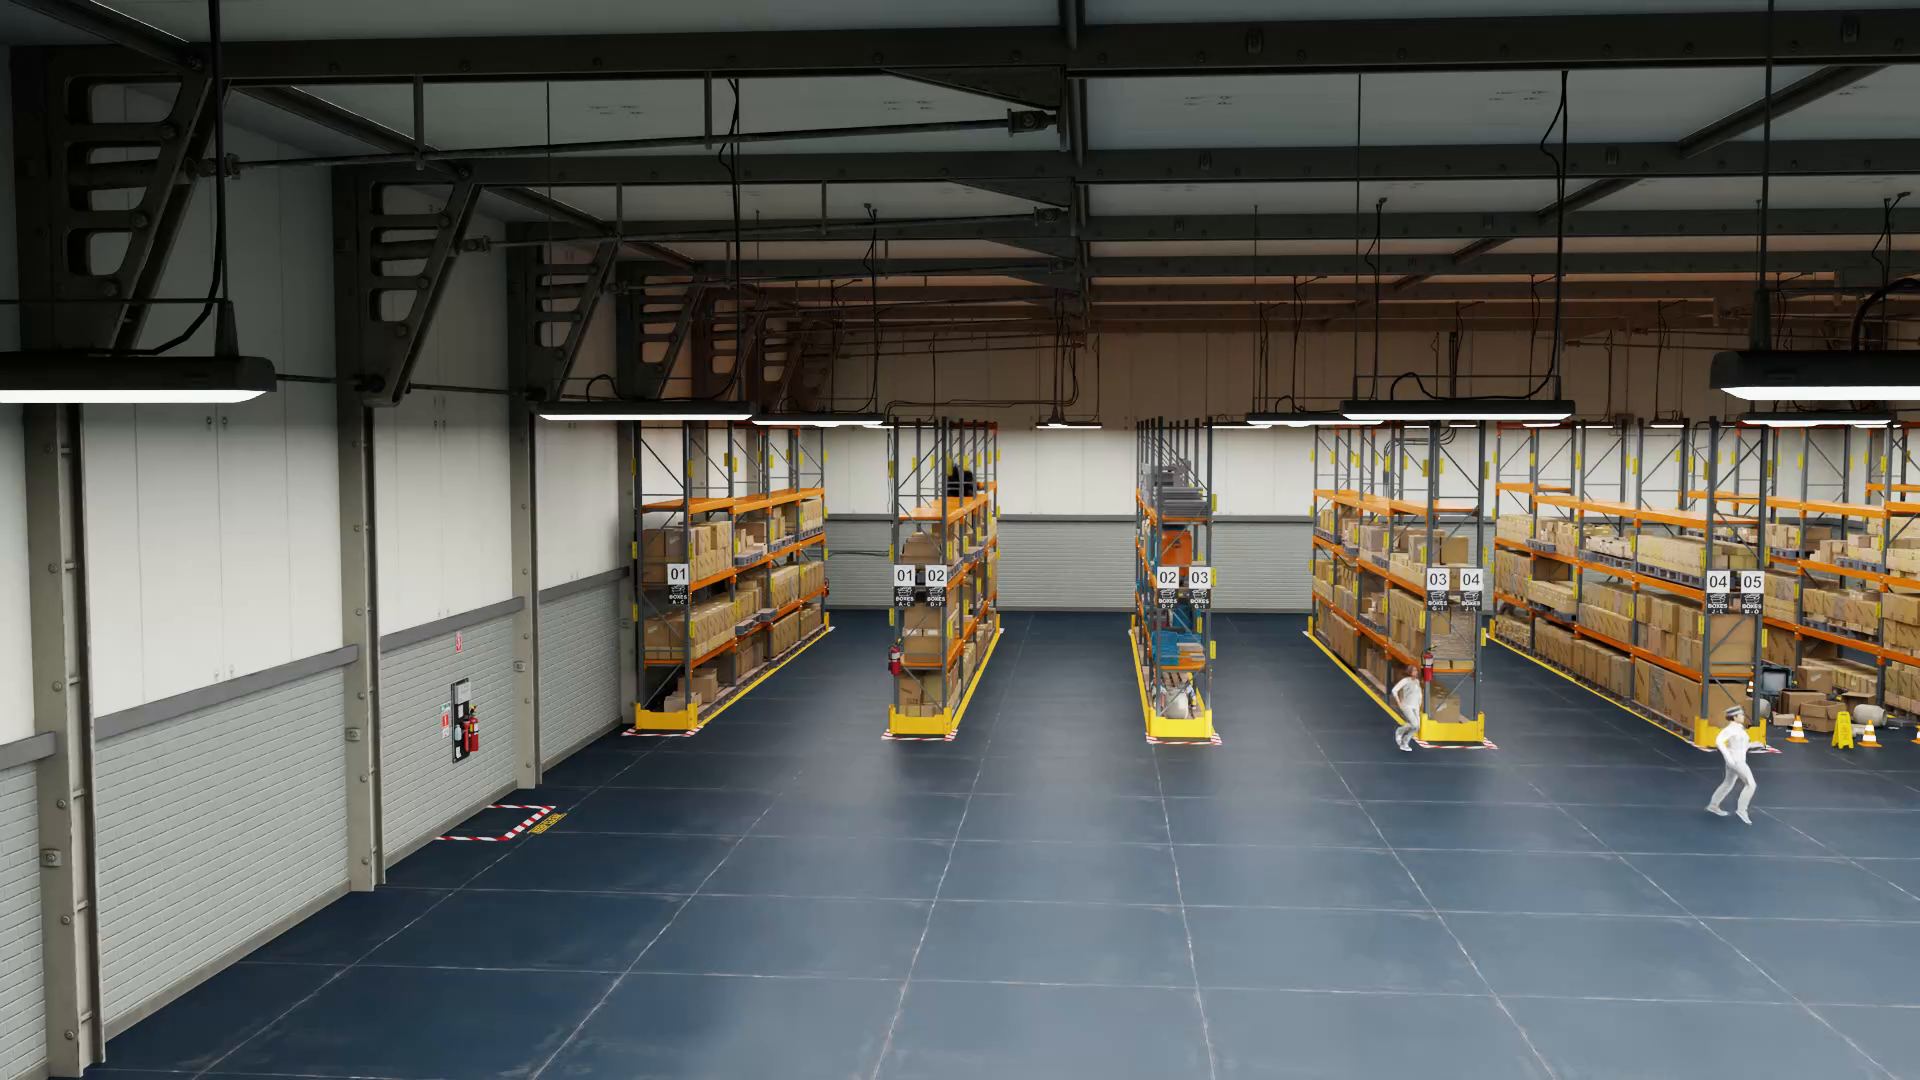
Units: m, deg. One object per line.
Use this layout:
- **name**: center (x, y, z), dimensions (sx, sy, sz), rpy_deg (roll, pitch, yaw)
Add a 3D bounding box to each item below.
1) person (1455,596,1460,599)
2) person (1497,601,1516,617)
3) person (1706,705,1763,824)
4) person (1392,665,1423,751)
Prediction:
- **person**: center (13.751, 1.837, 46.874), dimensions (0.861, 1.654, 0.602), rpy_deg (2, 4, 33)
- **person**: center (15.652, 1.798, 47.344), dimensions (0.652, 1.744, 0.660), rpy_deg (0, 4, 3)
- **person**: center (11.376, 3.286, 24.405), dimensions (0.732, 1.749, 0.576), rpy_deg (2, 4, 25)
- **person**: center (8.070, 3.006, 29.782), dimensions (0.535, 1.532, 0.494), rpy_deg (-3, 5, -35)
